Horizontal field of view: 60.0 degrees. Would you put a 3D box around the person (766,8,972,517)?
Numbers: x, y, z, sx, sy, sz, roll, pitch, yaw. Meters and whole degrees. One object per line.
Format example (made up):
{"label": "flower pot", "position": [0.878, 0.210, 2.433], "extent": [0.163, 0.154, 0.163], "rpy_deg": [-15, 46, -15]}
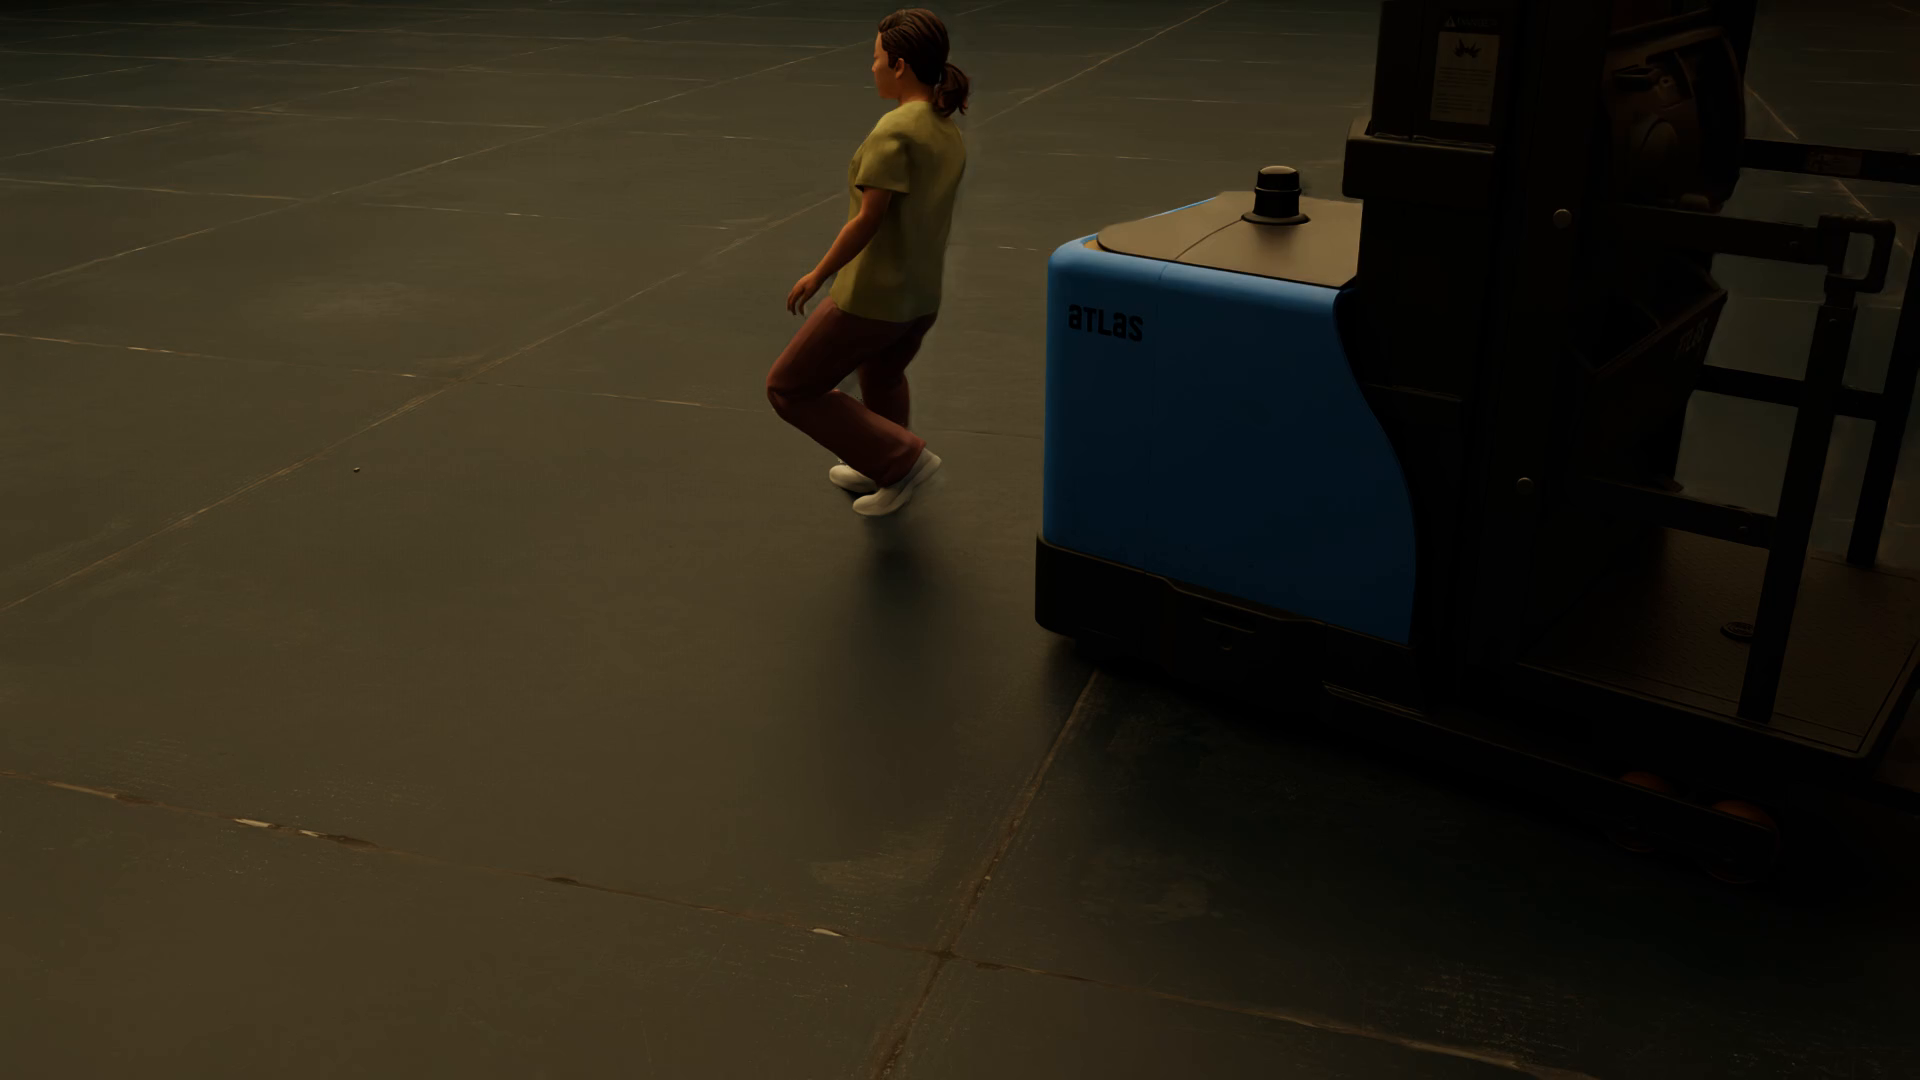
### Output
{"label": "person", "position": [-0.271, -0.755, 4.896], "extent": [0.671, 1.565, 0.671], "rpy_deg": [12, 25, 27]}

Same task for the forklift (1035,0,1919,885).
{"label": "forklift", "position": [1.676, -0.879, 3.408], "extent": [3.031, 2.935, 1.130], "rpy_deg": [16, 28, 34]}
